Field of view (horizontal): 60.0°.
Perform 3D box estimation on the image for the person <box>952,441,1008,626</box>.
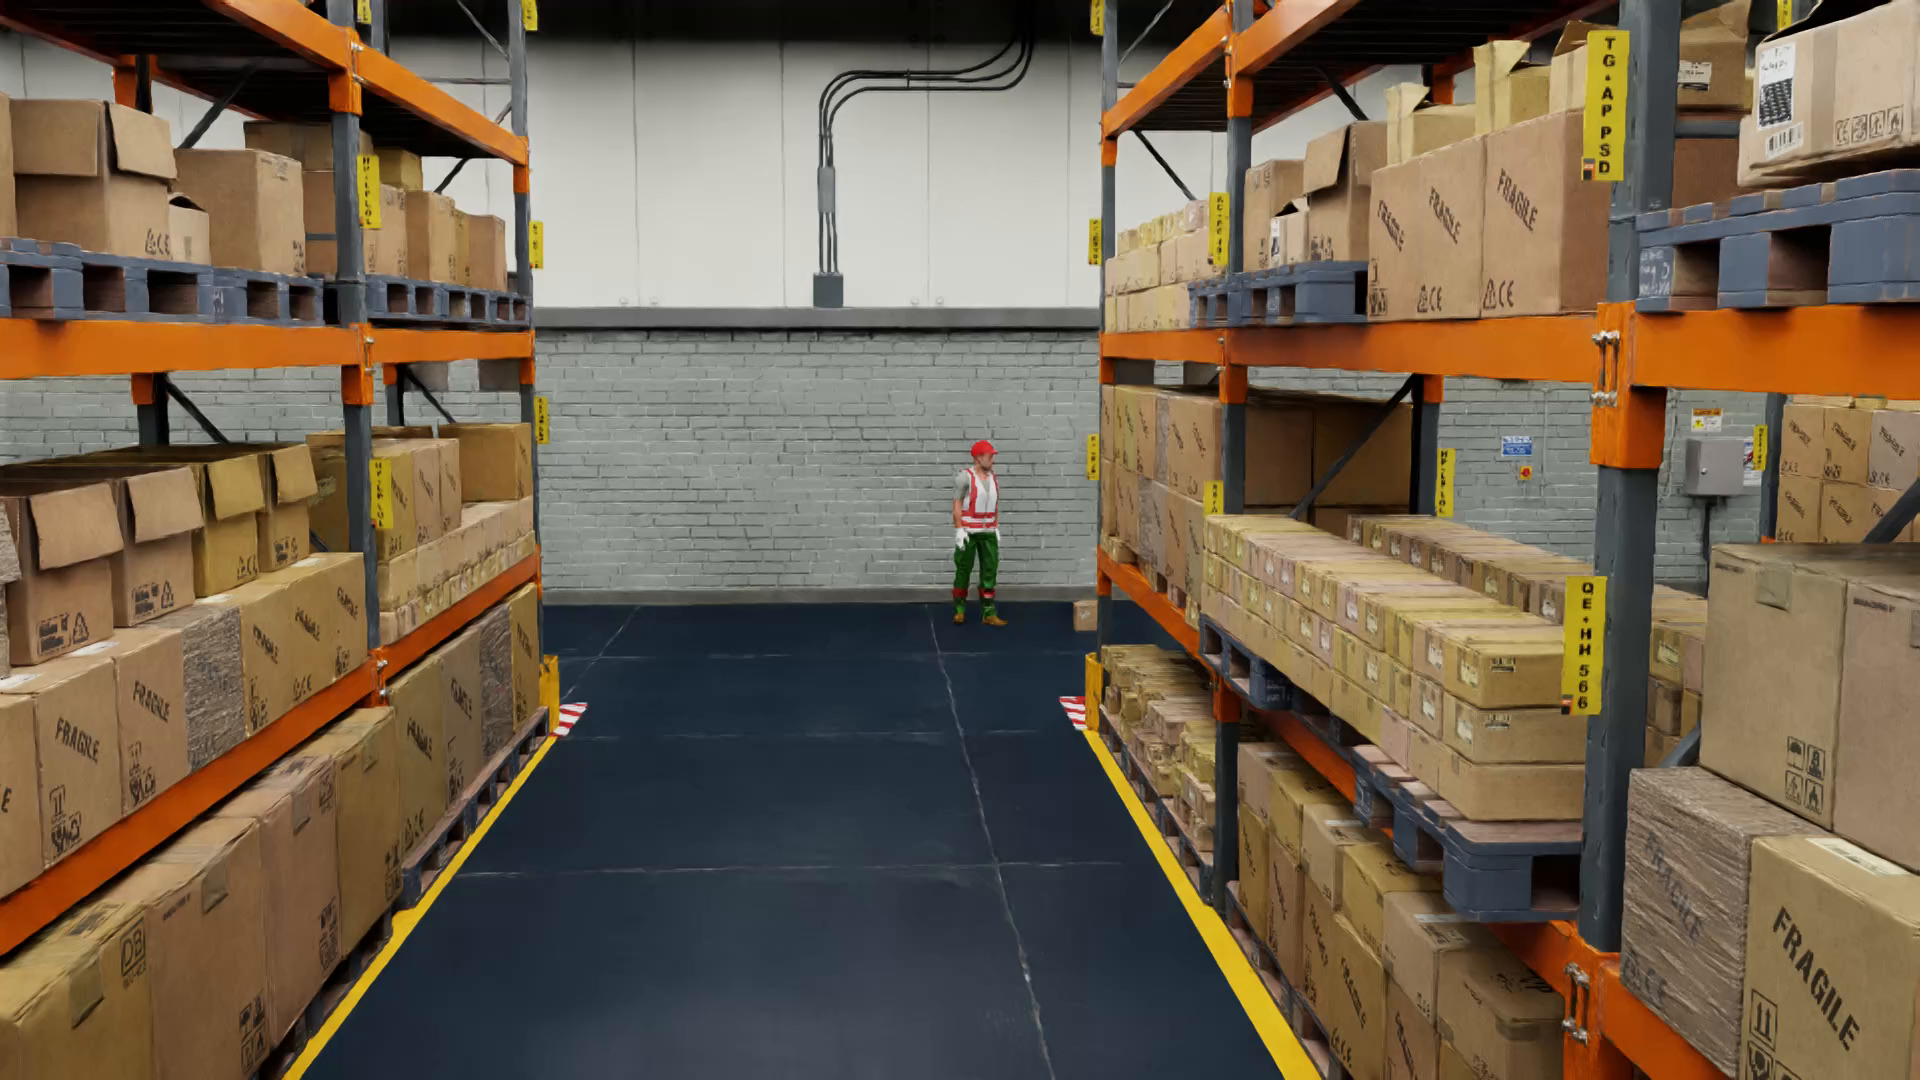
[{"bbox_3d":[0.184,-0.067,16.151,0.548,1.793,0.524,-4,8,-33],"label":"person"}]
